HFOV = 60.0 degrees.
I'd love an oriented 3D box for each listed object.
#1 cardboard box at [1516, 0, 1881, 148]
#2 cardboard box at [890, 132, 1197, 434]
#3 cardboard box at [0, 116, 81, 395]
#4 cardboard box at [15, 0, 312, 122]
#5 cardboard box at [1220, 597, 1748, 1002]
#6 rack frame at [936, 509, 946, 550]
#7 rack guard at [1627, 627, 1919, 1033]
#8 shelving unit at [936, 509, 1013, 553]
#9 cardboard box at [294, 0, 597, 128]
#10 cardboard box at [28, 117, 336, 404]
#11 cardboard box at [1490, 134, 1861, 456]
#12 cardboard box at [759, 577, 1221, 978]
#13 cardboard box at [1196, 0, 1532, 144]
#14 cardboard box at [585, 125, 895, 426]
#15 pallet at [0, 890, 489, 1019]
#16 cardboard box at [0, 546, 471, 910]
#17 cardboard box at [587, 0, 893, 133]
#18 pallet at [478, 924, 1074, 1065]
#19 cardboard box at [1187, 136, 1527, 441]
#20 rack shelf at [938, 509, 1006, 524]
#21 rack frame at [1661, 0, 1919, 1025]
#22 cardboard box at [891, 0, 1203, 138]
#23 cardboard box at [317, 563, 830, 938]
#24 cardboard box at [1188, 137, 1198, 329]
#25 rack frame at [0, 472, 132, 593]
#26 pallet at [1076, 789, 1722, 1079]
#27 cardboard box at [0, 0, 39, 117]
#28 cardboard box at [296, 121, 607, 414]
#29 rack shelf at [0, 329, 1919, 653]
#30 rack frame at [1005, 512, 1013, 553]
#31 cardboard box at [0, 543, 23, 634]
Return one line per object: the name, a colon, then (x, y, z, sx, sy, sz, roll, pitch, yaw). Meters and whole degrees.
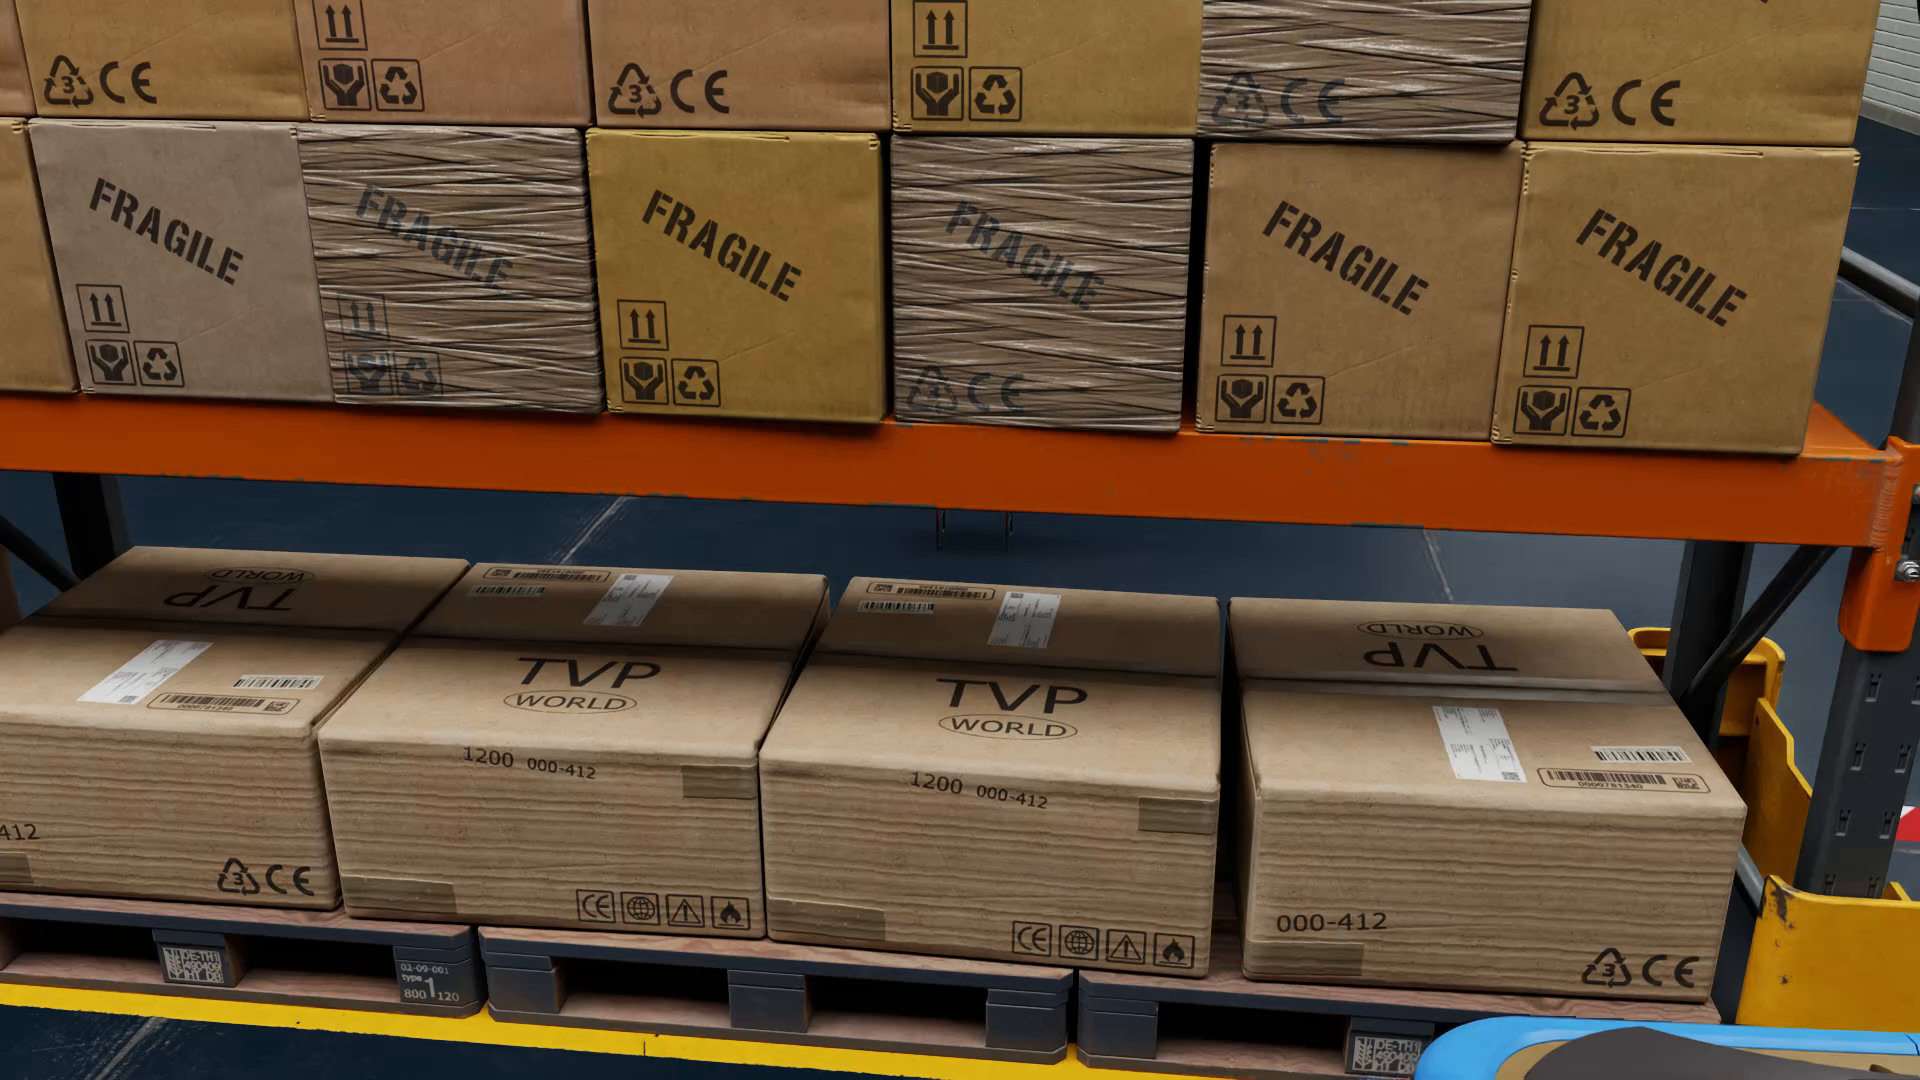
cardboard box: (1.179, -0.945, 2.755, 0.500, 0.500, 0.500, 3, 22, 8)
cardboard box: (0.167, -0.517, 3.030, 0.500, 0.500, 0.500, 3, 22, 8)
cardboard box: (-1.851, -0.604, 3.251, 0.500, 0.500, 0.500, 3, 22, 8)
cardboard box: (-1.341, -1.051, 3.023, 0.500, 0.500, 0.500, 2, 22, 6)
cardboard box: (1.019, 0.504, 3.498, 0.875, 0.438, 0.875, 2, 22, 4)
rack frame: (-0.068, -0.491, 5.754, 0.008, 1.050, 0.200, 2, 22, 6)
rack guard: (1.710, 0.664, 3.581, 0.348, 0.500, 1.175, 2, 22, 6)
shelving unit: (0.053, -0.486, 5.741, 0.252, 1.050, 0.215, 2, 22, 6)
cardboard box: (-0.834, -1.025, 2.957, 0.500, 0.500, 0.500, 3, 22, 7)
cardboard box: (-1.352, -0.580, 3.192, 0.500, 0.500, 0.500, 3, 22, 7)
cardboard box: (1.176, -0.471, 2.914, 0.500, 0.500, 0.500, 3, 22, 7)
cardboard box: (0.109, 0.468, 3.591, 0.875, 0.438, 0.875, 3, 22, 8)
cardboard box: (0.657, -0.957, 2.785, 0.500, 0.500, 0.500, 3, 22, 6)
cardboard box: (-0.347, -0.534, 3.075, 0.500, 0.500, 0.500, 3, 22, 8)
pallet: (-1.541, 0.685, 3.919, 1.213, 0.211, 1.003, 2, 22, 6)
cardboard box: (-1.676, 0.390, 3.788, 0.875, 0.438, 0.875, 2, 22, 6)
cardboard box: (-0.333, -1.002, 2.899, 0.500, 0.500, 0.500, 2, 22, 6)
pallet: (-0.326, 0.737, 3.788, 1.213, 0.211, 1.003, 2, 22, 6)
cardboard box: (0.679, -0.498, 2.983, 0.500, 0.500, 0.500, 2, 22, 5)
rack shelf: (0.053, -0.218, 5.847, 0.240, 0.259, 0.215, 2, 22, 6)
rack frame: (1.686, -0.500, 3.124, 0.127, 3.000, 1.000, 2, 22, 6)
cardboard box: (0.166, -0.980, 2.842, 0.500, 0.500, 0.500, 2, 22, 6)
cardboard box: (-0.786, 0.428, 3.691, 0.875, 0.438, 0.875, 2, 22, 5)
cardboard box: (0.737, -0.684, 3.453, 0.500, 0.500, 0.500, 2, 22, 6)
rack frame: (-2.286, -0.673, 3.562, 0.127, 3.000, 1.000, 2, 22, 6)
pallet: (0.883, 0.791, 3.652, 1.213, 0.211, 1.003, 2, 22, 6)
cardboard box: (-1.842, -1.075, 3.084, 0.500, 0.500, 0.500, 3, 22, 7)
cardboard box: (-0.859, -0.556, 3.131, 0.500, 0.500, 0.500, 3, 22, 7)
rack shelf: (-0.300, -0.252, 3.476, 4.000, 0.370, 1.077, 2, 22, 6)
rack frame: (0.174, -0.481, 5.728, 0.008, 1.050, 0.200, 2, 22, 6)
cardboard box: (-2.912, 0.122, 3.870, 0.875, 0.875, 0.875, 3, 22, 8)
